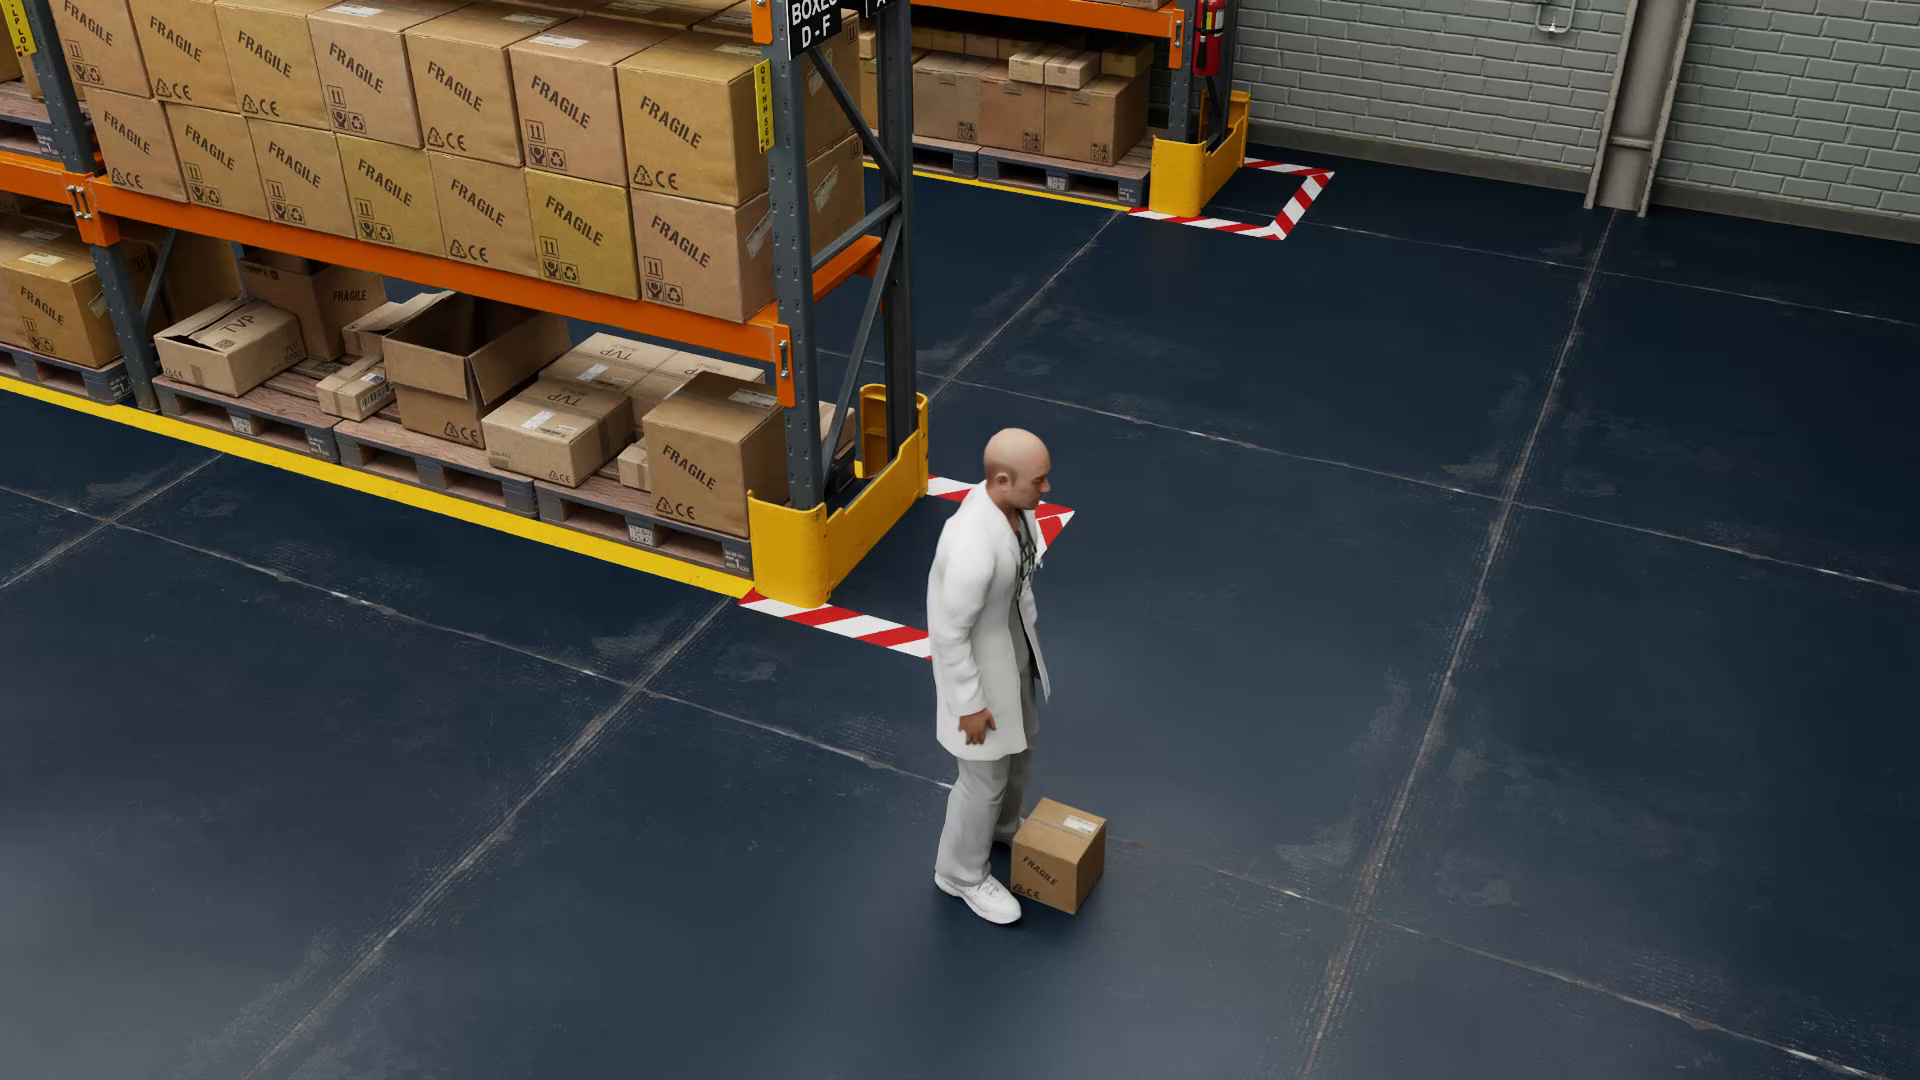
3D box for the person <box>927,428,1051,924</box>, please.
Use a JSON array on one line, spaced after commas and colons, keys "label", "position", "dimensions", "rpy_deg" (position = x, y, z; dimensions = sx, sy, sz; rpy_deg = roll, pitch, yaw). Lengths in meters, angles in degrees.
[{"label": "person", "position": [0.115, 0.415, 5.522], "dimensions": [0.428, 1.772, 0.641], "rpy_deg": [13, 35, 18]}]
